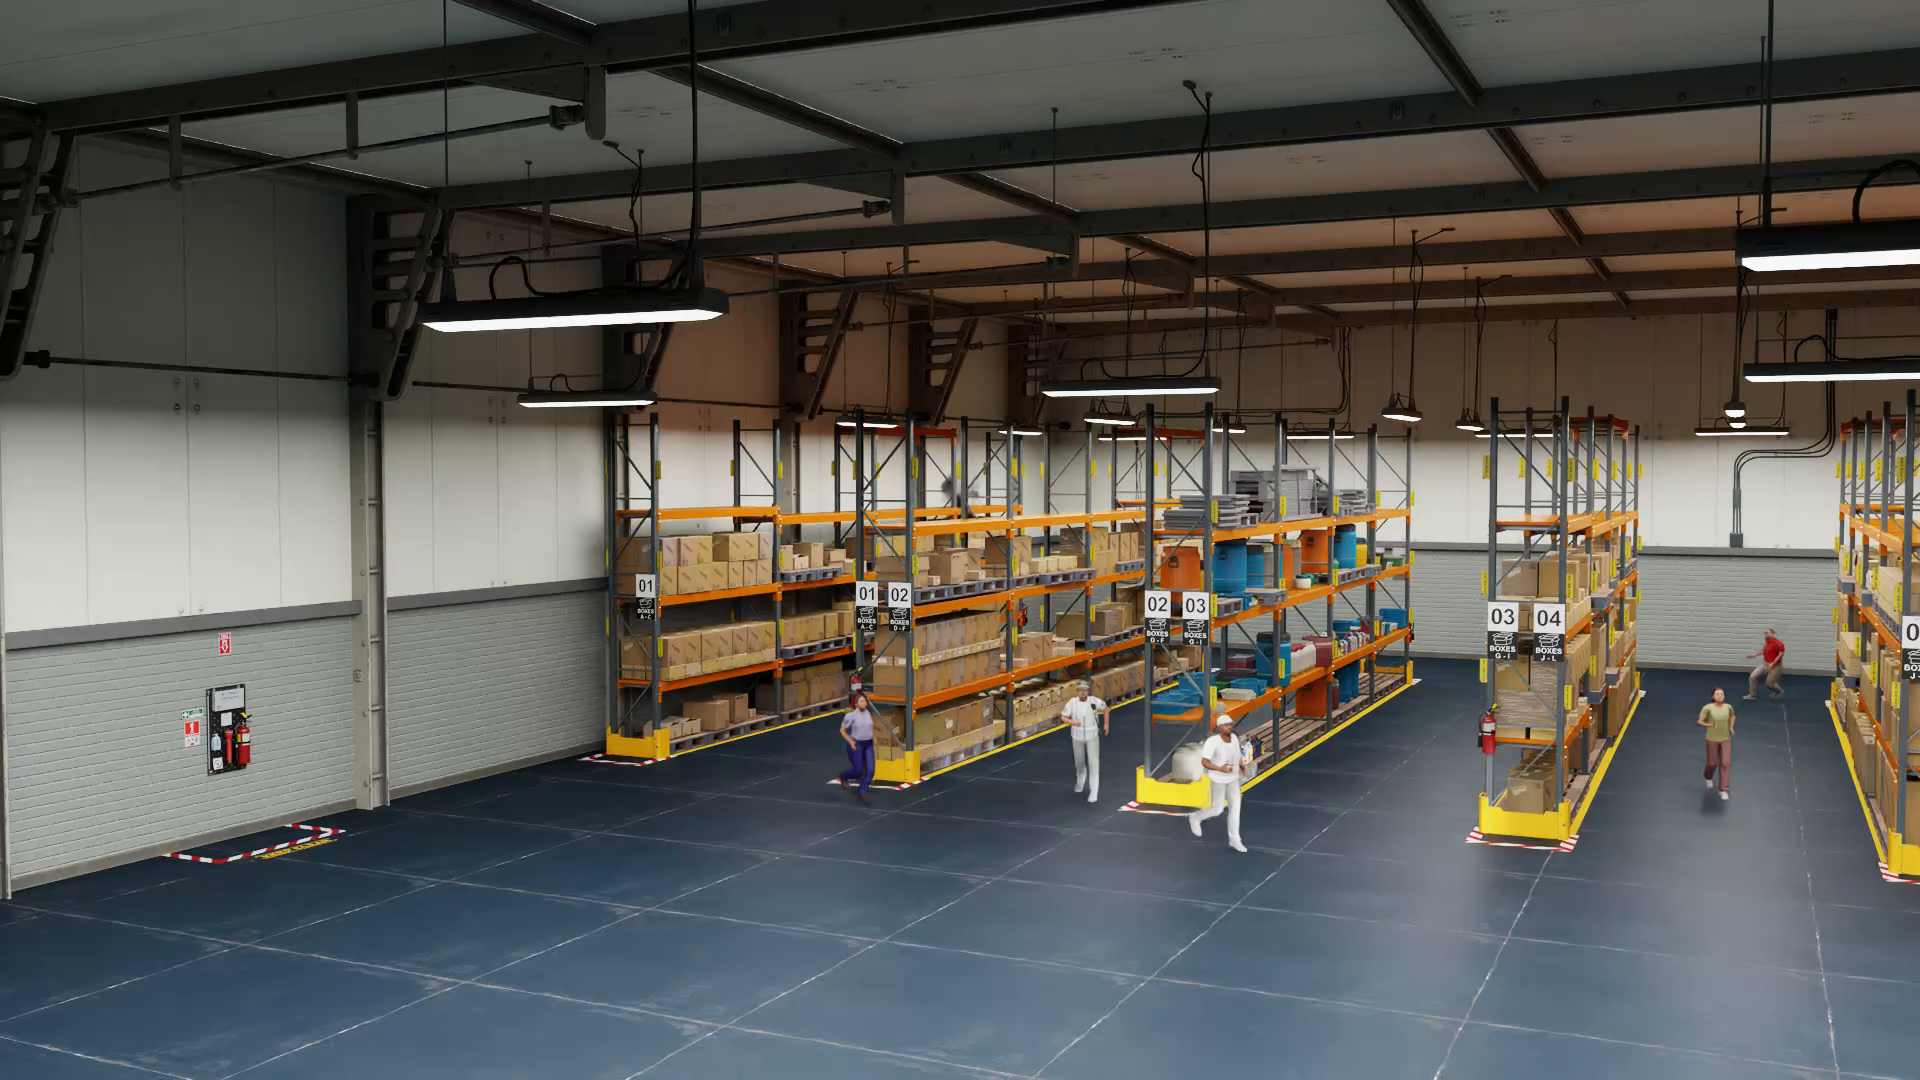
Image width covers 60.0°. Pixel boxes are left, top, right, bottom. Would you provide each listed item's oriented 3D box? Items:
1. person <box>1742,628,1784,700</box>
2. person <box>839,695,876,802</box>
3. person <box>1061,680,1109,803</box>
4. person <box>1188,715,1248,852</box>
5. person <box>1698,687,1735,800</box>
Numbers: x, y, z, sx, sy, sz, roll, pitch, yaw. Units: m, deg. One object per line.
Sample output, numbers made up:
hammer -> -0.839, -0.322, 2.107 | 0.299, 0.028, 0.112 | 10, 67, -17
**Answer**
person -> 17.488, 2.694, 35.982 | 0.738, 1.567, 0.790 | -1, 3, -20
person -> -1.539, 3.152, 25.268 | 0.609, 1.616, 0.605 | -2, 3, -40
person -> 1.908, 3.048, 25.436 | 0.729, 1.841, 0.850 | 0, 2, 8
person -> 3.480, 3.194, 22.105 | 0.710, 1.769, 0.954 | -1, 3, -31
person -> 11.578, 3.074, 25.402 | 0.577, 1.654, 0.945 | 0, 2, 11
